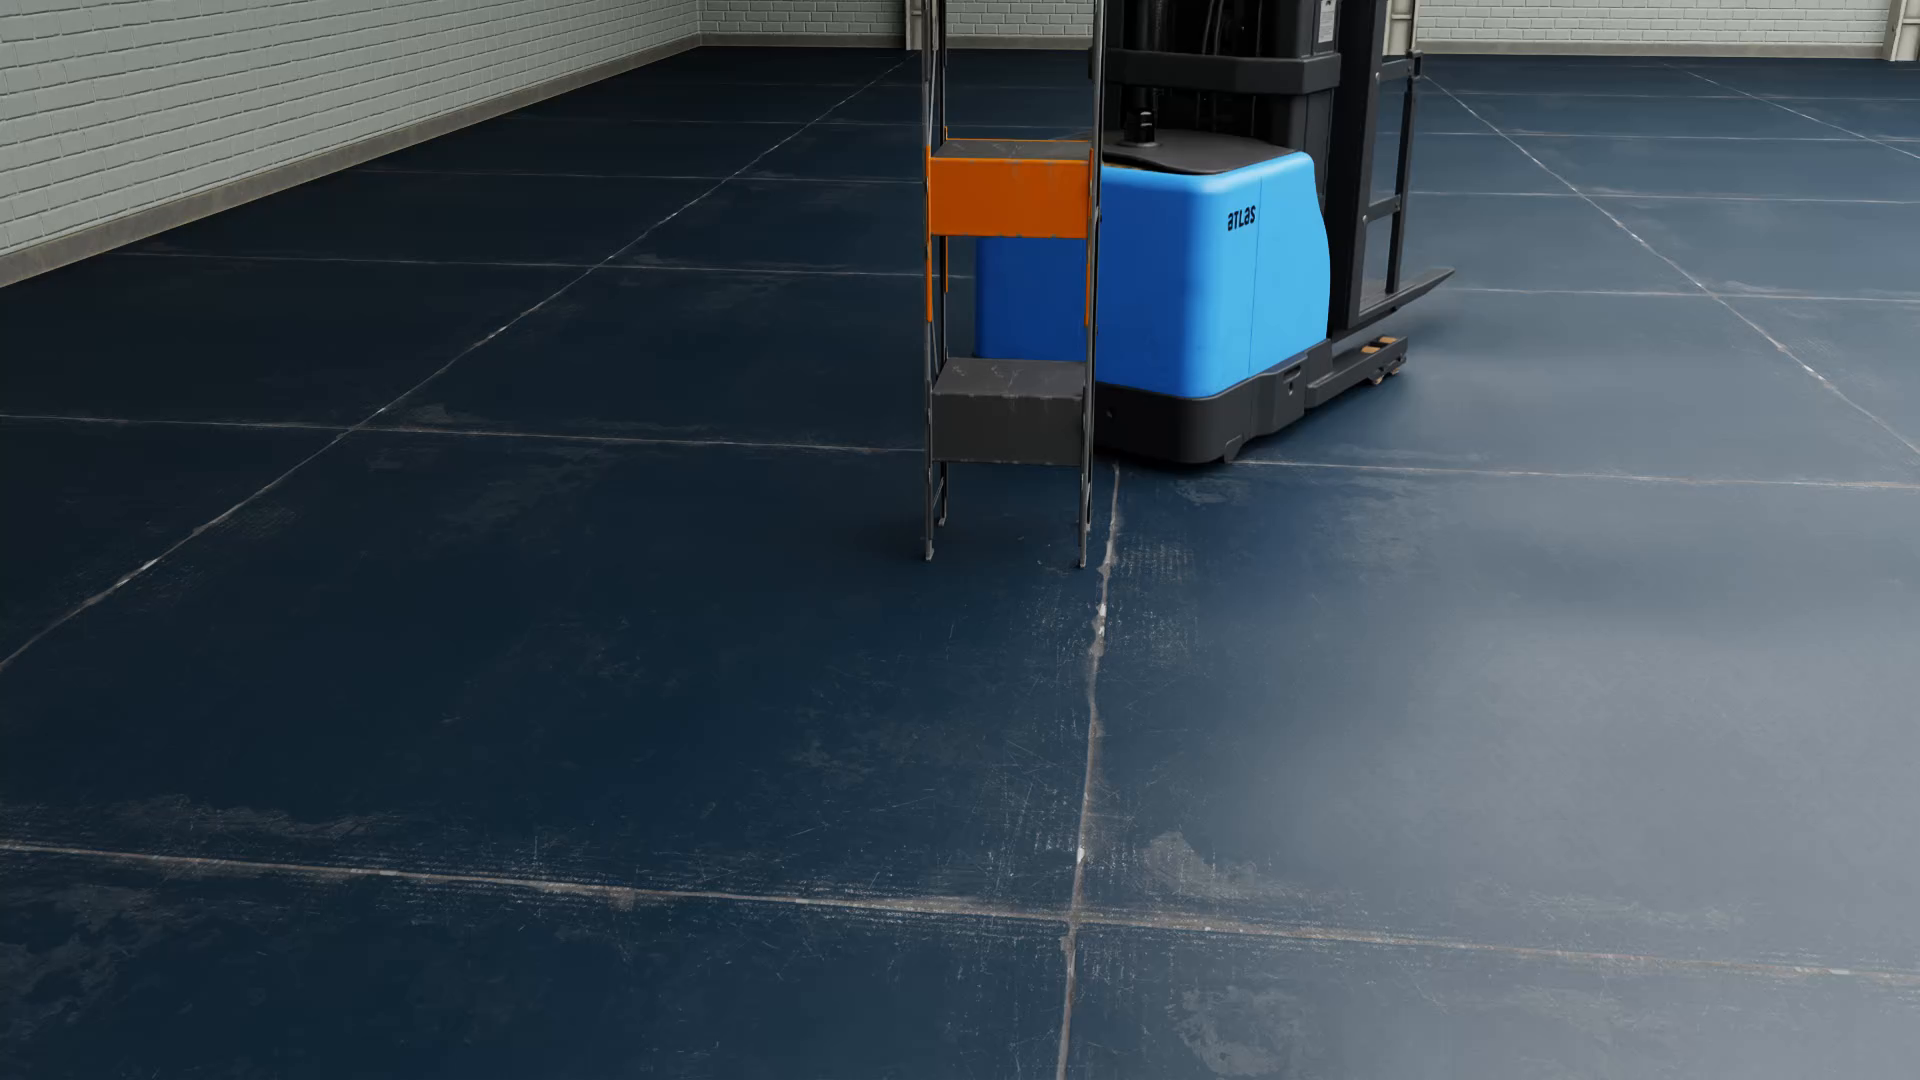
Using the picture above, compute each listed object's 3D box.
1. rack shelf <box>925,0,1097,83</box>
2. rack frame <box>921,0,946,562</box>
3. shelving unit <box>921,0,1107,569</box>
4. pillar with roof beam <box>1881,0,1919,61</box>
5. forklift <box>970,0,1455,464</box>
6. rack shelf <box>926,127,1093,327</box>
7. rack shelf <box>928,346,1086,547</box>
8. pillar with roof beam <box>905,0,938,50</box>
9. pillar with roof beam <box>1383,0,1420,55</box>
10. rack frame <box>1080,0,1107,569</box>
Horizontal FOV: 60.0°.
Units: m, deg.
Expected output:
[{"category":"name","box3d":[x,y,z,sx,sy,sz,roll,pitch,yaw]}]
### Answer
[{"category":"rack shelf","box3d":[0.164,-1.608,4.783,0.480,0.518,0.431,2,22,6]},{"category":"rack frame","box3d":[-0.078,-0.980,5.062,0.015,2.100,0.400,2,22,6]},{"category":"shelving unit","box3d":[0.164,-0.969,5.036,0.503,2.100,0.431,2,22,6]},{"category":"pillar with roof beam","box3d":[10.927,-8.440,14.550,0.400,9.000,9.100,2,22,6]},{"category":"forklift","box3d":[1.302,-2.118,6.810,1.130,2.935,3.031,15,26,33]},{"category":"rack shelf","box3d":[0.164,-0.957,5.041,0.480,0.518,0.431,2,22,6]},{"category":"rack shelf","box3d":[0.164,-0.306,5.298,0.480,0.518,0.431,2,22,6]},{"category":"pillar with roof beam","box3d":[-0.990,-8.960,15.863,0.400,9.000,9.100,2,22,6]},{"category":"pillar with roof beam","box3d":[4.969,-8.700,15.206,0.400,9.000,9.100,2,22,6]},{"category":"rack frame","box3d":[0.407,-0.959,5.009,0.015,2.100,0.400,2,22,6]}]
